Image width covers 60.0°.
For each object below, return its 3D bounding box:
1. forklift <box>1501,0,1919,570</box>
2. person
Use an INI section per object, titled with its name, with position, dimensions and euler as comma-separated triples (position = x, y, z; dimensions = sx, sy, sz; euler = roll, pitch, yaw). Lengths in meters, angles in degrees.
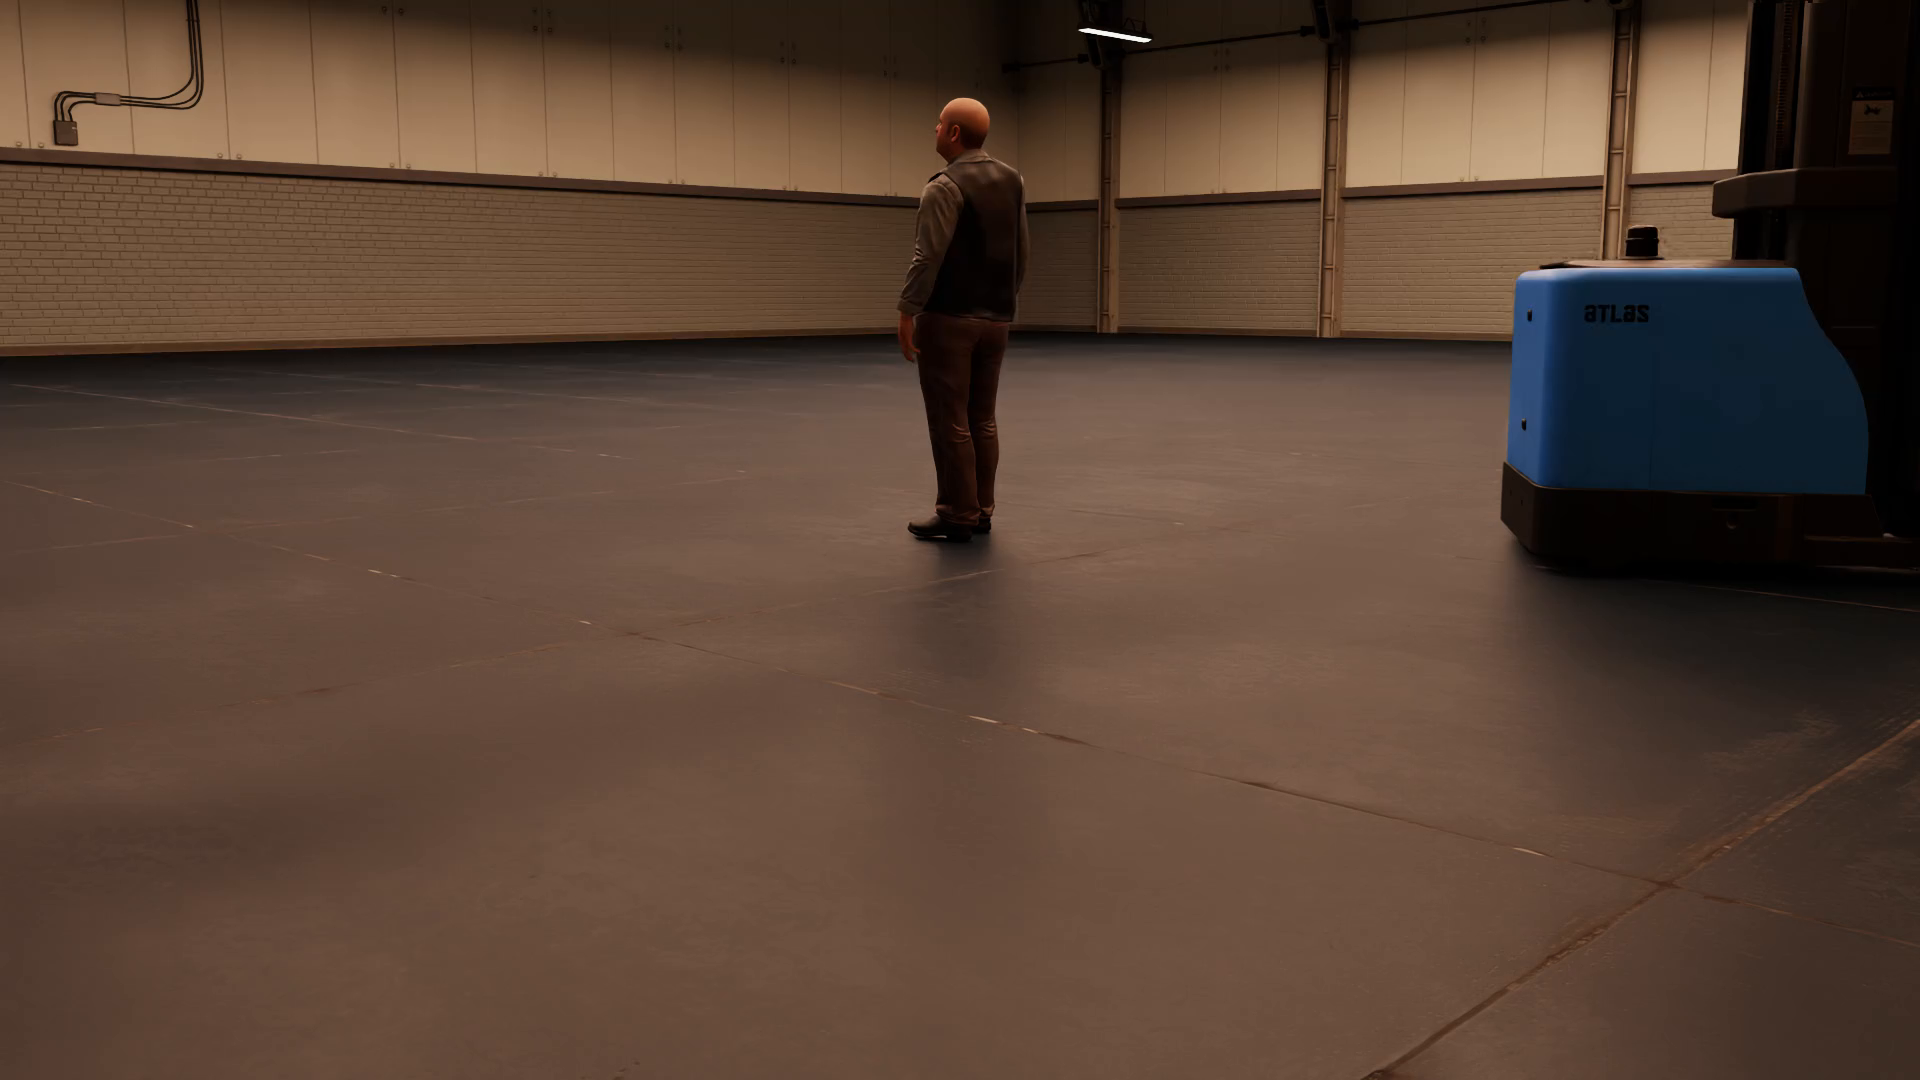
[forklift]
position = 3.614, -1.357, 5.884
dimensions = 3.031, 2.935, 1.130
euler = 2, 9, 11
[person]
position = -0.039, -0.866, 6.636
dimensions = 0.568, 1.720, 0.632
euler = 8, 12, 43
